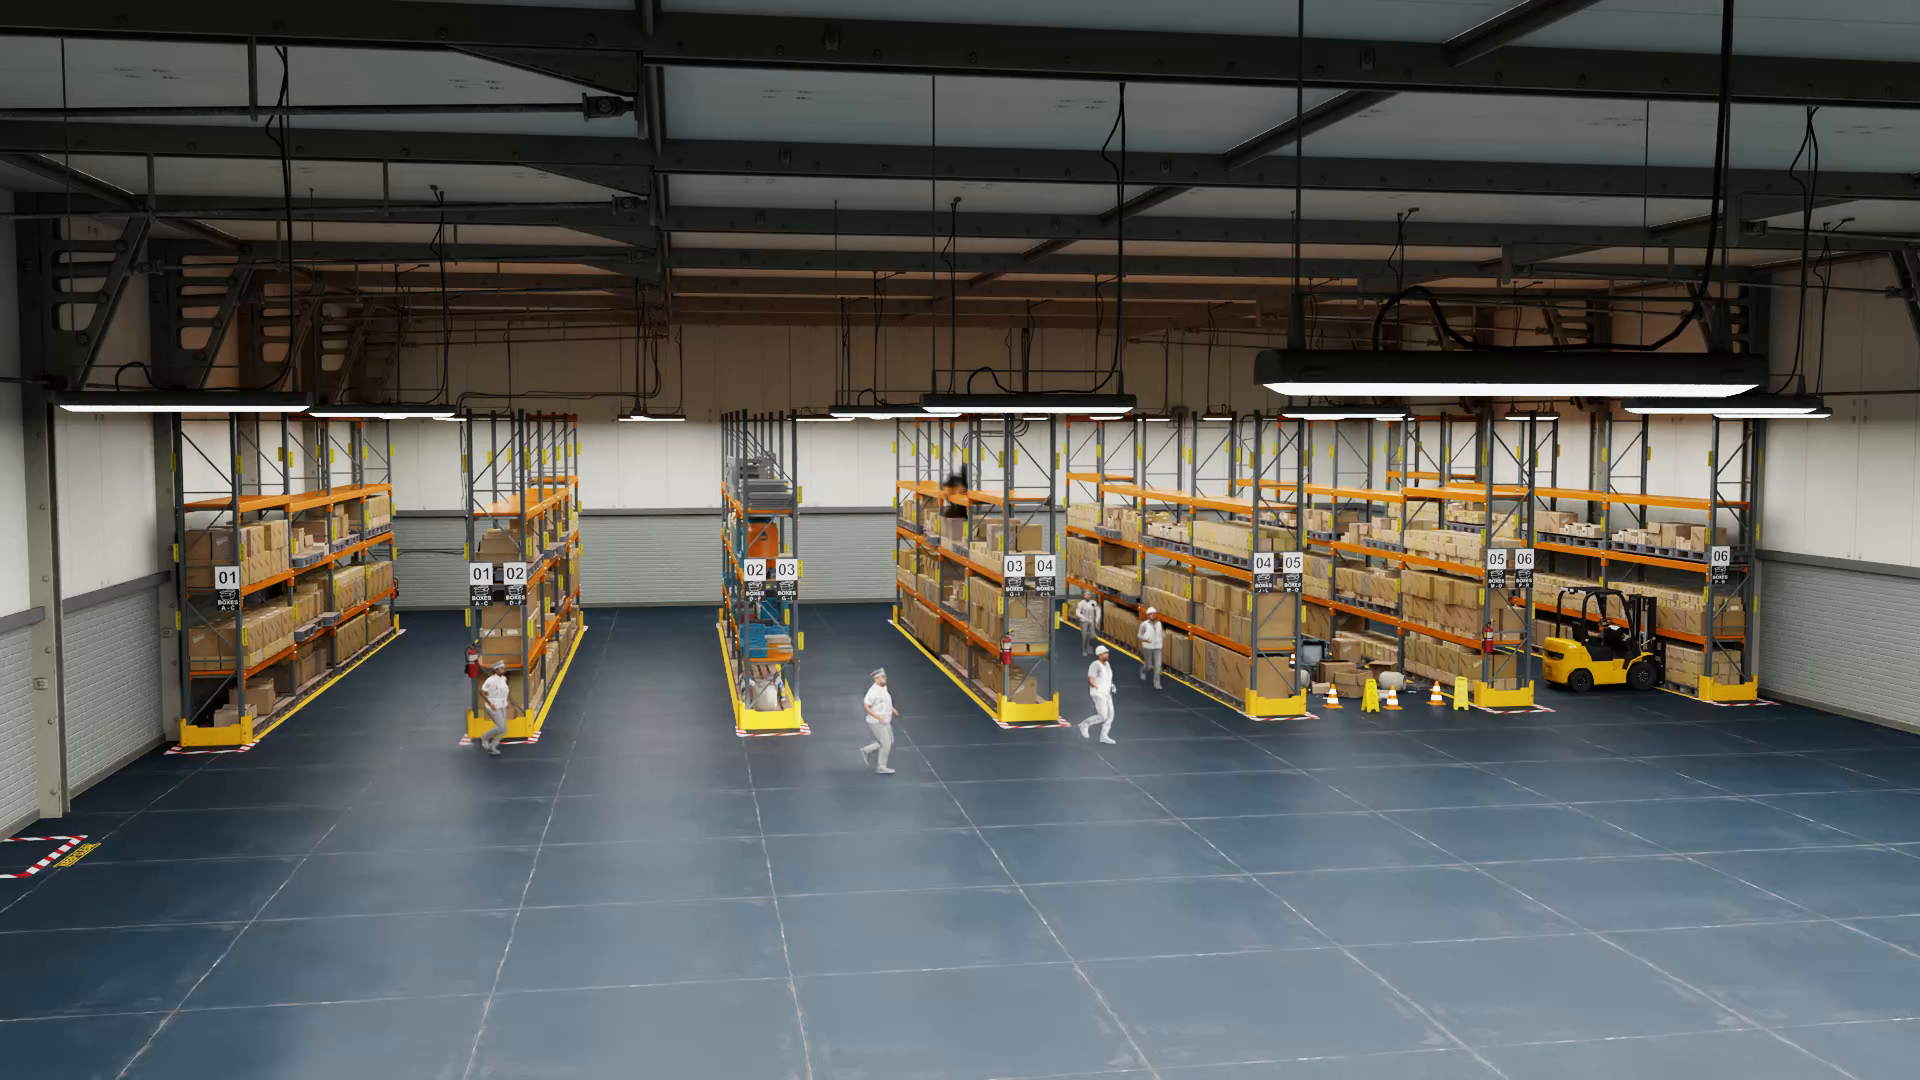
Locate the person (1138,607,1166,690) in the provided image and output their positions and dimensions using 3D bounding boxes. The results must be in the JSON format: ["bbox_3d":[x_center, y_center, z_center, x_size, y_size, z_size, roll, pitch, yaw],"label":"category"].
[{"bbox_3d":[4.189,2.330,36.084,0.676,1.741,0.971,-1,4,-13],"label":"person"}]

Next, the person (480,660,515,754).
[{"bbox_3d":[-8.021,2.894,28.884,0.522,1.630,0.577,2,4,22],"label":"person"}]

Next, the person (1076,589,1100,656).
[{"bbox_3d":[3.171,2.035,40.933,0.644,1.657,0.575,0,4,-6],"label":"person"}]

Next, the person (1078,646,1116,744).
[{"bbox_3d":[2.493,2.767,29.893,0.679,1.761,0.706,2,5,28],"label":"person"}]

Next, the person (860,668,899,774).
[{"bbox_3d":[-1.347,2.952,27.224,0.644,1.740,0.656,1,4,18],"label":"person"}]
